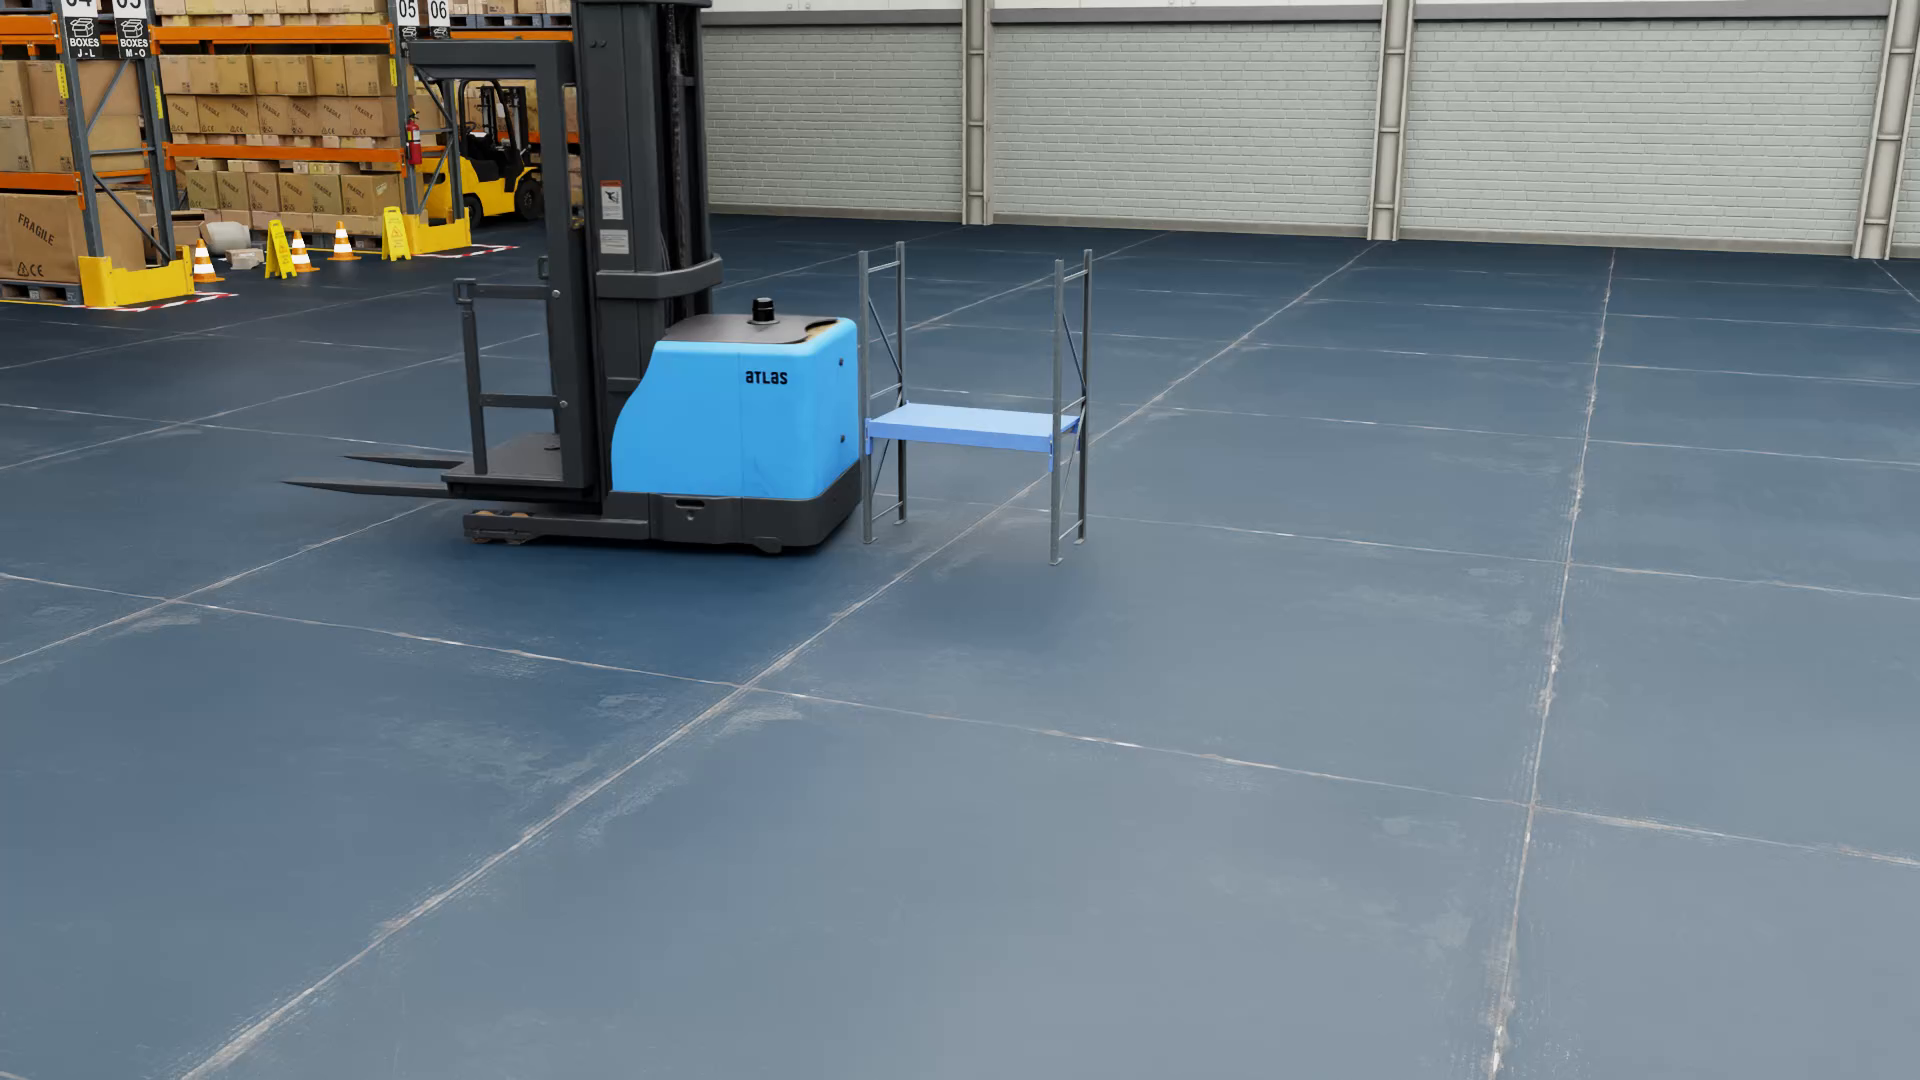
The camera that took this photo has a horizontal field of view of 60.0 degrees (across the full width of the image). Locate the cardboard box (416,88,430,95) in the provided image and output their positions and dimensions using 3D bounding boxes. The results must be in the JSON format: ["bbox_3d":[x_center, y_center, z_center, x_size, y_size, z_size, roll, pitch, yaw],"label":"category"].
[{"bbox_3d":[-8.514,-7.193,26.729,0.250,0.149,0.380,6,17,20],"label":"cardboard box"}]

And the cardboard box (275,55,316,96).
[{"bbox_3d":[-8.347,-5.984,21.398,0.500,0.500,0.700,6,17,20],"label":"cardboard box"}]

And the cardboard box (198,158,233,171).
[{"bbox_3d":[-9.988,-5.041,22.328,0.250,0.149,0.380,7,17,21],"label":"cardboard box"}]

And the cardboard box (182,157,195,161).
[{"bbox_3d":[-13.253,-6.661,28.806,0.250,0.149,0.380,5,17,18],"label":"cardboard box"}]

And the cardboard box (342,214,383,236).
[{"bbox_3d":[-7.684,-4.134,21.713,0.500,0.250,0.500,6,17,20],"label":"cardboard box"}]

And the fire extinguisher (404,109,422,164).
[{"bbox_3d":[-6.874,-5.069,20.894,0.183,0.674,0.296,6,17,21],"label":"fire extinguisher"}]

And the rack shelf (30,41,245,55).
[{"bbox_3d":[-14.296,-8.643,28.977,4.000,0.370,1.077,6,17,21],"label":"rack shelf"}]

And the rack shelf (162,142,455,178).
[{"bbox_3d":[-8.672,-5.097,22.140,4.000,0.370,1.077,6,17,21],"label":"rack shelf"}]

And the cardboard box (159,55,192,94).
[{"bbox_3d":[-10.202,-6.217,22.201,0.500,0.500,0.700,6,17,20],"label":"cardboard box"}]

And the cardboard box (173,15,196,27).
[{"bbox_3d":[-10.110,-6.829,21.888,0.250,0.149,0.380,6,17,21],"label":"cardboard box"}]

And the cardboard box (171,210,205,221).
[{"bbox_3d":[-10.035,-3.985,21.500,0.500,0.500,0.500,-9,18,-27],"label":"cardboard box"}]

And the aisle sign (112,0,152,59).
[{"bbox_3d":[-8.357,-5.263,16.758,0.004,0.787,0.394,6,17,21],"label":"aisle sign"}]

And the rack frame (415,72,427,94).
[{"bbox_3d":[-8.714,-6.935,27.181,0.127,3.000,1.000,6,17,21],"label":"rack frame"}]

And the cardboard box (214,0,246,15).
[{"bbox_3d":[-9.279,-6.937,21.545,0.500,0.250,0.500,6,17,21],"label":"cardboard box"}]

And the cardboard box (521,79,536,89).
[{"bbox_3d":[-6.628,-7.114,25.923,0.250,0.149,0.380,7,17,22],"label":"cardboard box"}]

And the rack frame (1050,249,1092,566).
[{"bbox_3d":[0.552,-0.660,8.255,0.032,1.500,0.500,6,17,21],"label":"rack frame"}]

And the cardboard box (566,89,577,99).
[{"bbox_3d":[-5.886,-6.909,25.748,0.250,0.149,0.380,7,17,22],"label":"cardboard box"}]

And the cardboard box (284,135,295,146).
[{"bbox_3d":[-8.652,-5.261,21.867,0.250,0.149,0.380,6,17,21],"label":"cardboard box"}]

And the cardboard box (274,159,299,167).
[{"bbox_3d":[-11.249,-6.273,28.407,0.625,0.625,0.875,7,18,22],"label":"cardboard box"}]

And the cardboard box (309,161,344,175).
[{"bbox_3d":[-8.251,-4.852,21.675,0.250,0.149,0.380,7,17,22],"label":"cardboard box"}]

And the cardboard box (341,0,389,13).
[{"bbox_3d":[-7.386,-6.732,20.836,0.500,0.250,0.500,6,17,20],"label":"cardboard box"}]

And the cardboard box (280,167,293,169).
[{"bbox_3d":[-9.409,-4.846,22.819,0.500,0.500,0.500,7,17,22],"label":"cardboard box"}]

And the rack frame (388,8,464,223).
[{"bbox_3d":[-6.811,-5.238,21.335,0.127,3.000,1.000,6,17,21],"label":"rack frame"}]

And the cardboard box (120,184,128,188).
[{"bbox_3d":[-14.827,-6.542,29.559,0.500,0.500,0.500,6,17,19],"label":"cardboard box"}]

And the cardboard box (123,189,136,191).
[{"bbox_3d":[-12.338,-4.783,23.729,0.625,0.372,0.950,7,18,22],"label":"cardboard box"}]

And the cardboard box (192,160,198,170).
[{"bbox_3d":[-12.908,-6.333,28.837,0.500,0.500,0.500,7,18,22],"label":"cardboard box"}]

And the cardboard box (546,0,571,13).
[{"bbox_3d":[-6.111,-8.183,25.409,0.258,0.266,0.396,6,17,21],"label":"cardboard box"}]

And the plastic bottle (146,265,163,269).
[{"bbox_3d":[-9.557,-3.203,19.597,0.283,0.061,0.133,0,16,1],"label":"plastic bottle"}]

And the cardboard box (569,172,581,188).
[{"bbox_3d":[-6.023,-5.670,26.105,0.500,0.250,0.500,6,17,20],"label":"cardboard box"}]

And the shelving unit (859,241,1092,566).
[{"bbox_3d":[0.079,-0.712,8.434,1.048,1.500,0.538,6,17,21],"label":"shelving unit"}]

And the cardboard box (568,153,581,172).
[{"bbox_3d":[-6.013,-5.904,26.015,0.500,0.250,0.500,7,17,22],"label":"cardboard box"}]

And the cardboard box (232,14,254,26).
[{"bbox_3d":[-9.165,-6.717,21.500,0.250,0.149,0.380,6,17,20],"label":"cardboard box"}]

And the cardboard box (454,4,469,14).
[{"bbox_3d":[-7.693,-8.301,26.025,0.250,0.149,0.380,7,18,22],"label":"cardboard box"}]

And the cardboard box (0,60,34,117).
[{"bbox_3d":[-9.410,-4.615,16.983,0.550,0.550,0.875,6,17,21],"label":"cardboard box"}]

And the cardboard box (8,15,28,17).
[{"bbox_3d":[-12.824,-7.398,23.210,0.637,0.503,0.797,6,17,21],"label":"cardboard box"}]

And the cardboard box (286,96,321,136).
[{"bbox_3d":[-8.345,-5.517,21.585,0.500,0.500,0.500,6,17,20],"label":"cardboard box"}]

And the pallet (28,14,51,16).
[{"bbox_3d":[-12.033,-7.193,23.028,1.003,0.211,1.213,6,17,21],"label":"pallet"}]

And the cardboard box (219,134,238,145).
[{"bbox_3d":[-9.627,-5.345,22.155,0.250,0.149,0.380,7,18,22],"label":"cardboard box"}]

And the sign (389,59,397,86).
[{"bbox_3d":[-7.033,-5.804,20.641,0.005,0.325,0.100,6,17,21],"label":"sign"}]

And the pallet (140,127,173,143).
[{"bbox_3d":[-11.190,-5.671,23.171,1.213,0.211,1.003,6,17,21],"label":"pallet"}]

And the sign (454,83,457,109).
[{"bbox_3d":[-6.612,-5.794,21.699,0.005,0.325,0.100,6,17,21],"label":"sign"}]

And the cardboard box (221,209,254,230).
[{"bbox_3d":[-9.582,-4.346,22.442,0.500,0.250,0.500,7,18,24],"label":"cardboard box"}]

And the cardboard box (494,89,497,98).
[{"bbox_3d":[-7.334,-7.055,26.252,0.250,0.149,0.380,6,17,19],"label":"cardboard box"}]

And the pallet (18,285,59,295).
[{"bbox_3d":[-10.437,-2.791,17.910,1.213,0.211,1.003,6,17,21],"label":"pallet"}]

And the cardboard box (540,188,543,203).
[{"bbox_3d":[-6.468,-5.480,26.347,0.500,0.250,0.500,6,17,21],"label":"cardboard box"}]

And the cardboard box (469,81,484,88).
[{"bbox_3d":[-7.557,-7.228,26.314,0.250,0.149,0.380,6,17,20],"label":"cardboard box"}]

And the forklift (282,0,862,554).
[{"bbox_3d":[-2.108,-1.522,8.659,3.031,2.935,1.130,3,16,10],"label":"forklift"}]

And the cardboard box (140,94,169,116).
[{"bbox_3d":[-11.046,-6.027,22.589,0.500,0.500,0.500,6,17,20],"label":"cardboard box"}]

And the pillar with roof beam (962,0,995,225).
[{"bbox_3d":[-1.308,-7.981,20.025,0.400,9.000,9.100,6,17,21],"label":"pillar with roof beam"}]

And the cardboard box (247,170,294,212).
[{"bbox_3d":[-9.098,-4.653,22.154,0.500,0.500,0.500,7,18,24],"label":"cardboard box"}]

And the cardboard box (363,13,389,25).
[{"bbox_3d":[-7.246,-6.522,20.828,0.250,0.149,0.380,6,17,21],"label":"cardboard box"}]

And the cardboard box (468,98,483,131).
[{"bbox_3d":[-7.435,-6.769,26.431,0.500,0.500,0.500,6,17,20],"label":"cardboard box"}]

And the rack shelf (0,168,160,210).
[{"bbox_3d":[-10.394,-3.803,17.683,4.000,0.370,1.077,6,17,21],"label":"rack shelf"}]

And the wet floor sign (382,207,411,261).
[{"bbox_3d":[-7.027,-3.810,20.641,0.232,0.644,0.267,14,21,40],"label":"wet floor sign"}]

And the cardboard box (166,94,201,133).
[{"bbox_3d":[-10.225,-5.720,22.285,0.500,0.500,0.500,6,17,20],"label":"cardboard box"}]

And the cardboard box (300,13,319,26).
[{"bbox_3d":[-8.184,-6.631,21.205,0.250,0.149,0.380,6,17,20],"label":"cardboard box"}]

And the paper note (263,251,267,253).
[{"bbox_3d":[-9.005,-3.713,21.409,0.148,0.019,0.142,0,16,1],"label":"paper note"}]

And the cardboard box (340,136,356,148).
[{"bbox_3d":[-7.744,-5.129,21.411,0.250,0.149,0.380,6,17,20],"label":"cardboard box"}]

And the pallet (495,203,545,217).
[{"bbox_3d":[-6.851,-5.379,26.823,1.213,0.211,1.003,6,17,21],"label":"pallet"}]
